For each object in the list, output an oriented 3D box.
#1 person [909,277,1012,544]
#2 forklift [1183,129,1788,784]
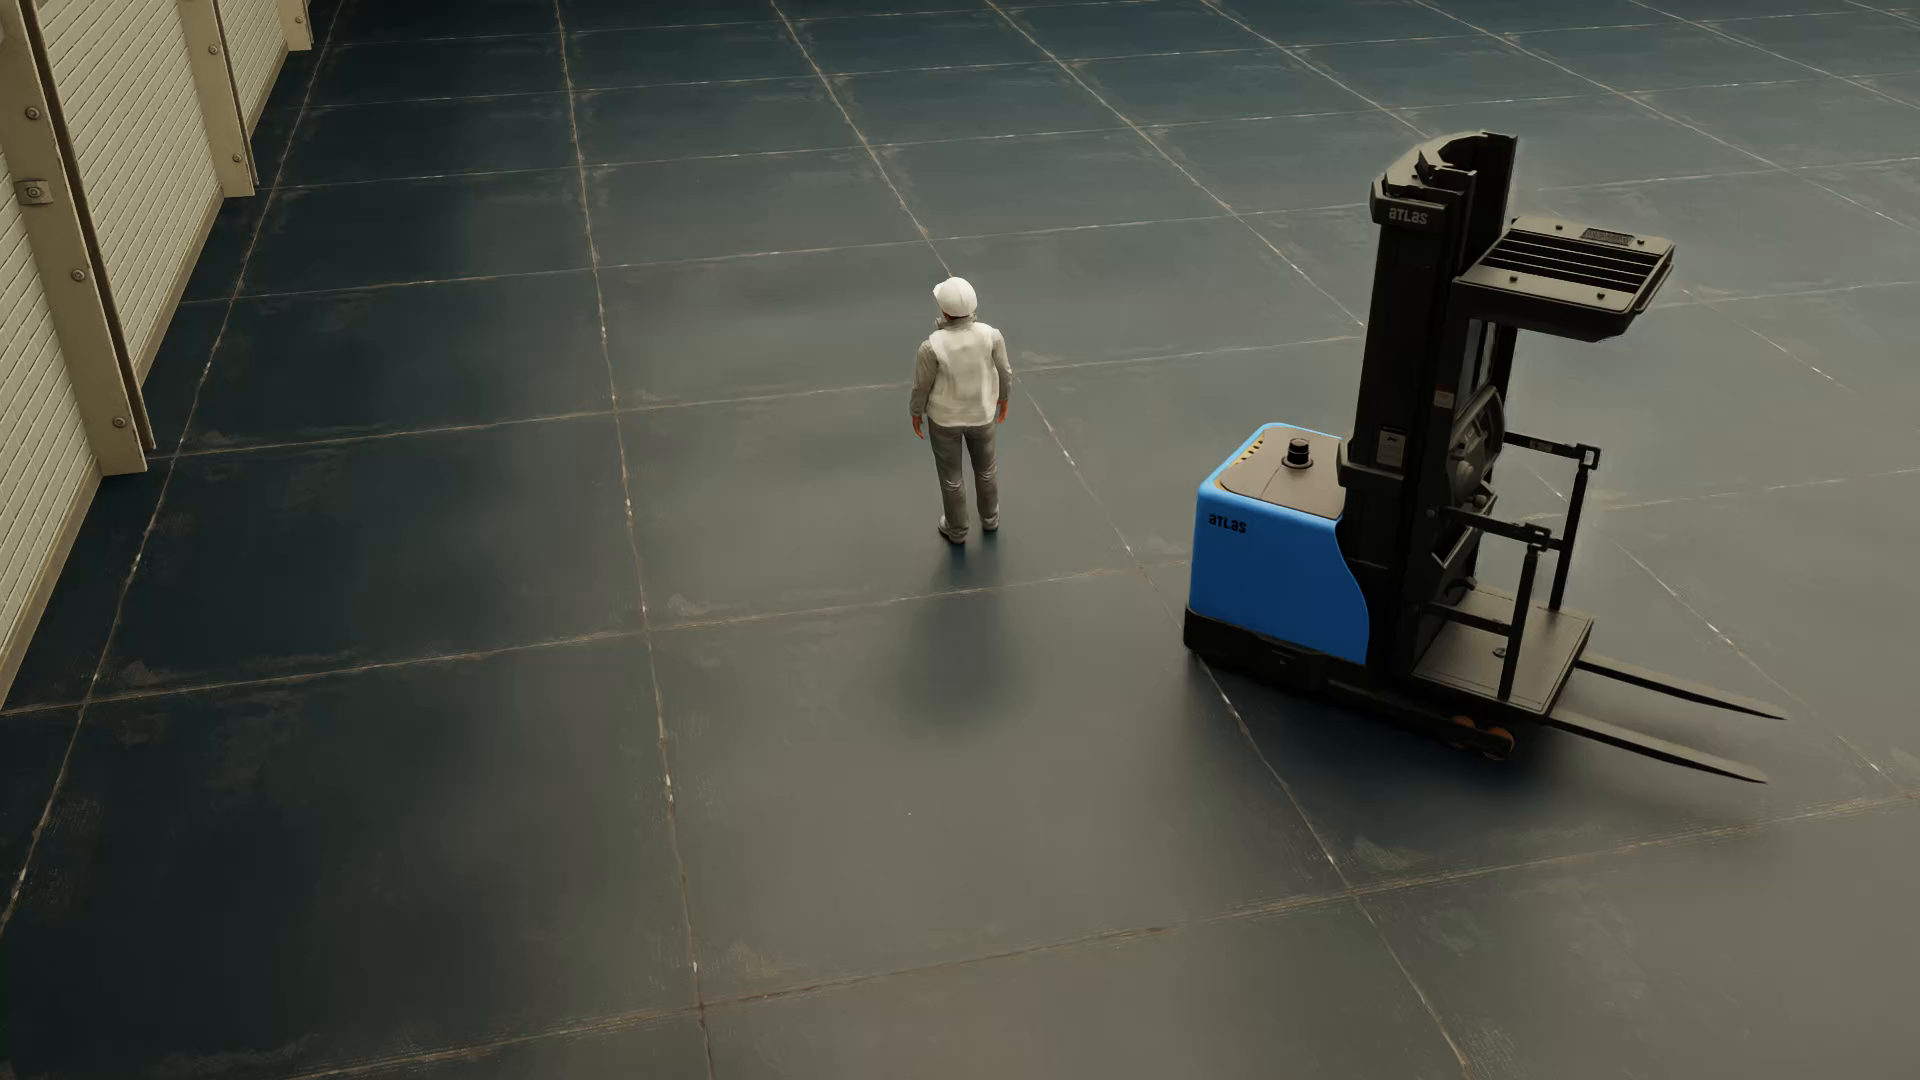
[{"bbox_3d":[-0.006,-0.805,10.106,0.632,1.773,0.568,-7,31,-12],"label":"person"},{"bbox_3d":[2.781,-0.442,8.338,3.031,2.935,1.130,17,34,27],"label":"forklift"}]
